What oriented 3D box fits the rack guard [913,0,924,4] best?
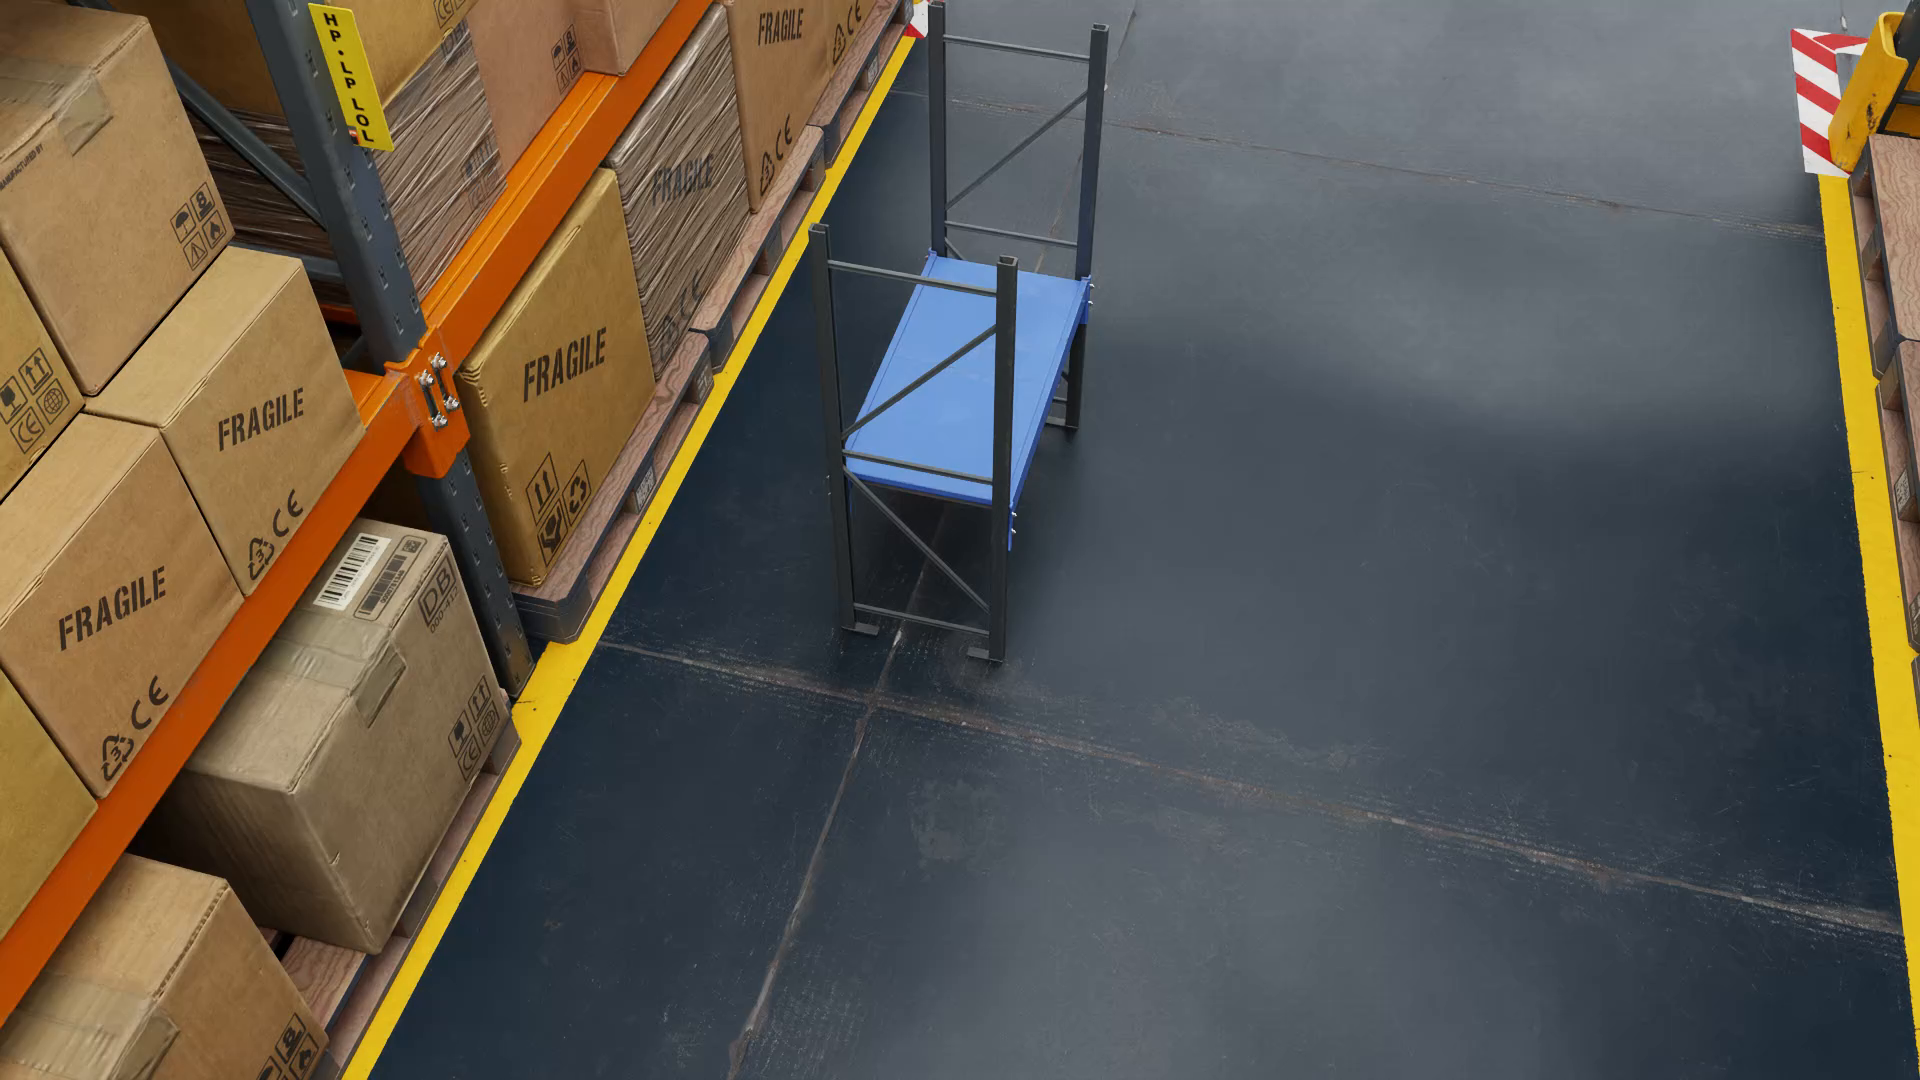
[{"bbox_3d":[-0.693,-2.753,7.347,1.175,0.500,0.348,12,50,10],"label":"rack guard"}]

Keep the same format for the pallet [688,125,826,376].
[{"bbox_3d":[-1.157,-1.167,6.139,1.003,0.211,1.213,12,50,10],"label":"pallet"}]

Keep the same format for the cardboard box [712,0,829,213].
[{"bbox_3d":[-1.043,-1.859,6.027,0.875,0.875,0.875,11,49,9],"label":"cardboard box"}]

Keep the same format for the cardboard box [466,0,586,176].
[{"bbox_3d":[-1.543,-1.391,4.377,0.875,0.550,0.550,12,50,10],"label":"cardboard box"}]

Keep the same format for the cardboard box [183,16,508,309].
[{"bbox_3d":[-1.666,-0.989,4.022,0.875,0.550,0.550,12,50,10],"label":"cardboard box"}]

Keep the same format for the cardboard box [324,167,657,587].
[{"bbox_3d":[-1.519,-0.547,4.869,0.875,0.875,0.875,12,50,11],"label":"cardboard box"}]

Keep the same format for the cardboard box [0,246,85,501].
[{"bbox_3d":[-2.010,-0.301,2.782,0.700,0.500,0.500,11,49,9],"label":"cardboard box"}]

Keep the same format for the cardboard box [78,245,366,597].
[{"bbox_3d":[-1.631,-0.273,3.423,0.500,0.500,0.500,11,50,10],"label":"cardboard box"}]

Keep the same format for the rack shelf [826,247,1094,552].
[{"bbox_3d":[0.022,-0.439,4.877,0.538,0.185,1.000,12,50,10],"label":"rack shelf"}]

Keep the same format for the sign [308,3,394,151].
[{"bbox_3d":[-1.226,-0.927,3.348,0.100,0.325,0.005,12,50,10],"label":"sign"}]

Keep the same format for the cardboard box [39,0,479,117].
[{"bbox_3d":[-1.622,-1.337,3.609,0.875,0.550,0.550,12,50,10],"label":"cardboard box"}]

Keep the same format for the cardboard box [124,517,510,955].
[{"bbox_3d":[-1.828,0.402,4.115,1.050,0.750,0.750,11,50,10],"label":"cardboard box"}]

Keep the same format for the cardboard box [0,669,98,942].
[{"bbox_3d":[-1.897,0.458,2.778,0.500,0.500,0.500,12,50,10],"label":"cardboard box"}]

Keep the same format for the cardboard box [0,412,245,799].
[{"bbox_3d":[-1.764,0.093,3.101,0.500,0.500,0.500,11,50,10],"label":"cardboard box"}]

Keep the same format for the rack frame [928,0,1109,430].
[{"bbox_3d":[0.156,-0.926,5.067,0.500,1.500,0.032,12,50,10],"label":"rack frame"}]

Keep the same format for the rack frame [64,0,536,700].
[{"bbox_3d":[-1.752,-0.670,3.841,1.000,3.000,0.127,12,50,10],"label":"rack frame"}]

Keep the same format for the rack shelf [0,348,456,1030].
[{"bbox_3d":[-2.278,1.015,2.834,1.077,0.370,4.000,12,50,10],"label":"rack shelf"}]

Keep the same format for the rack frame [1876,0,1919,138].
[{"bbox_3d":[4.059,-2.511,5.466,1.000,3.000,0.127,12,50,10],"label":"rack frame"}]

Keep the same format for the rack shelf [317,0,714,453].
[{"bbox_3d":[-1.225,-1.879,5.387,1.077,0.370,4.000,12,50,10],"label":"rack shelf"}]

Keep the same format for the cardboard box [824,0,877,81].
[{"bbox_3d":[-0.814,-2.496,6.589,0.875,0.875,0.875,12,50,10],"label":"cardboard box"}]

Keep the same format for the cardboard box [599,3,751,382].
[{"bbox_3d":[-1.285,-1.200,5.445,0.875,0.875,0.875,12,50,10],"label":"cardboard box"}]

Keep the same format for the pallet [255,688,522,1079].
[{"bbox_3d":[-1.882,0.826,4.380,1.003,0.211,1.213,12,50,10],"label":"pallet"}]

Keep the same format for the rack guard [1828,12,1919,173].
[{"bbox_3d":[4.039,-1.629,6.354,1.175,0.500,0.348,12,50,10],"label":"rack guard"}]

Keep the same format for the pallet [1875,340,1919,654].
[{"bbox_3d":[3.468,-0.073,5.174,1.003,0.211,1.213,12,50,10],"label":"pallet"}]

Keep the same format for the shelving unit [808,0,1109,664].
[{"bbox_3d":[0.022,-0.558,4.742,0.538,1.500,1.048,12,50,10],"label":"shelving unit"}]

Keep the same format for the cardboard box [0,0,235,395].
[{"bbox_3d":[-1.877,-0.674,3.110,0.700,0.500,0.500,11,49,9],"label":"cardboard box"}]

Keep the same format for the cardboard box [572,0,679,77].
[{"bbox_3d":[-1.288,-1.758,4.701,0.875,0.550,0.550,12,50,10],"label":"cardboard box"}]

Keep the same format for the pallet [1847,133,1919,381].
[{"bbox_3d":[3.792,-0.953,5.950,1.003,0.211,1.213,12,50,10],"label":"pallet"}]

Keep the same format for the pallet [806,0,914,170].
[{"bbox_3d":[-0.834,-2.047,6.916,1.003,0.211,1.213,12,50,10],"label":"pallet"}]

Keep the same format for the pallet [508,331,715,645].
[{"bbox_3d":[-1.476,-0.282,5.358,1.003,0.211,1.213,12,50,10],"label":"pallet"}]

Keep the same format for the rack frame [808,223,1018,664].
[{"bbox_3d":[-0.111,-0.190,4.418,0.500,1.500,0.032,12,50,10],"label":"rack frame"}]

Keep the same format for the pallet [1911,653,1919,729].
[{"bbox_3d":[3.149,0.812,4.393,1.003,0.211,1.213,12,50,10],"label":"pallet"}]

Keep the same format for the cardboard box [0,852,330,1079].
[{"bbox_3d":[-2.086,1.099,3.500,1.050,0.750,0.750,12,50,10],"label":"cardboard box"}]
